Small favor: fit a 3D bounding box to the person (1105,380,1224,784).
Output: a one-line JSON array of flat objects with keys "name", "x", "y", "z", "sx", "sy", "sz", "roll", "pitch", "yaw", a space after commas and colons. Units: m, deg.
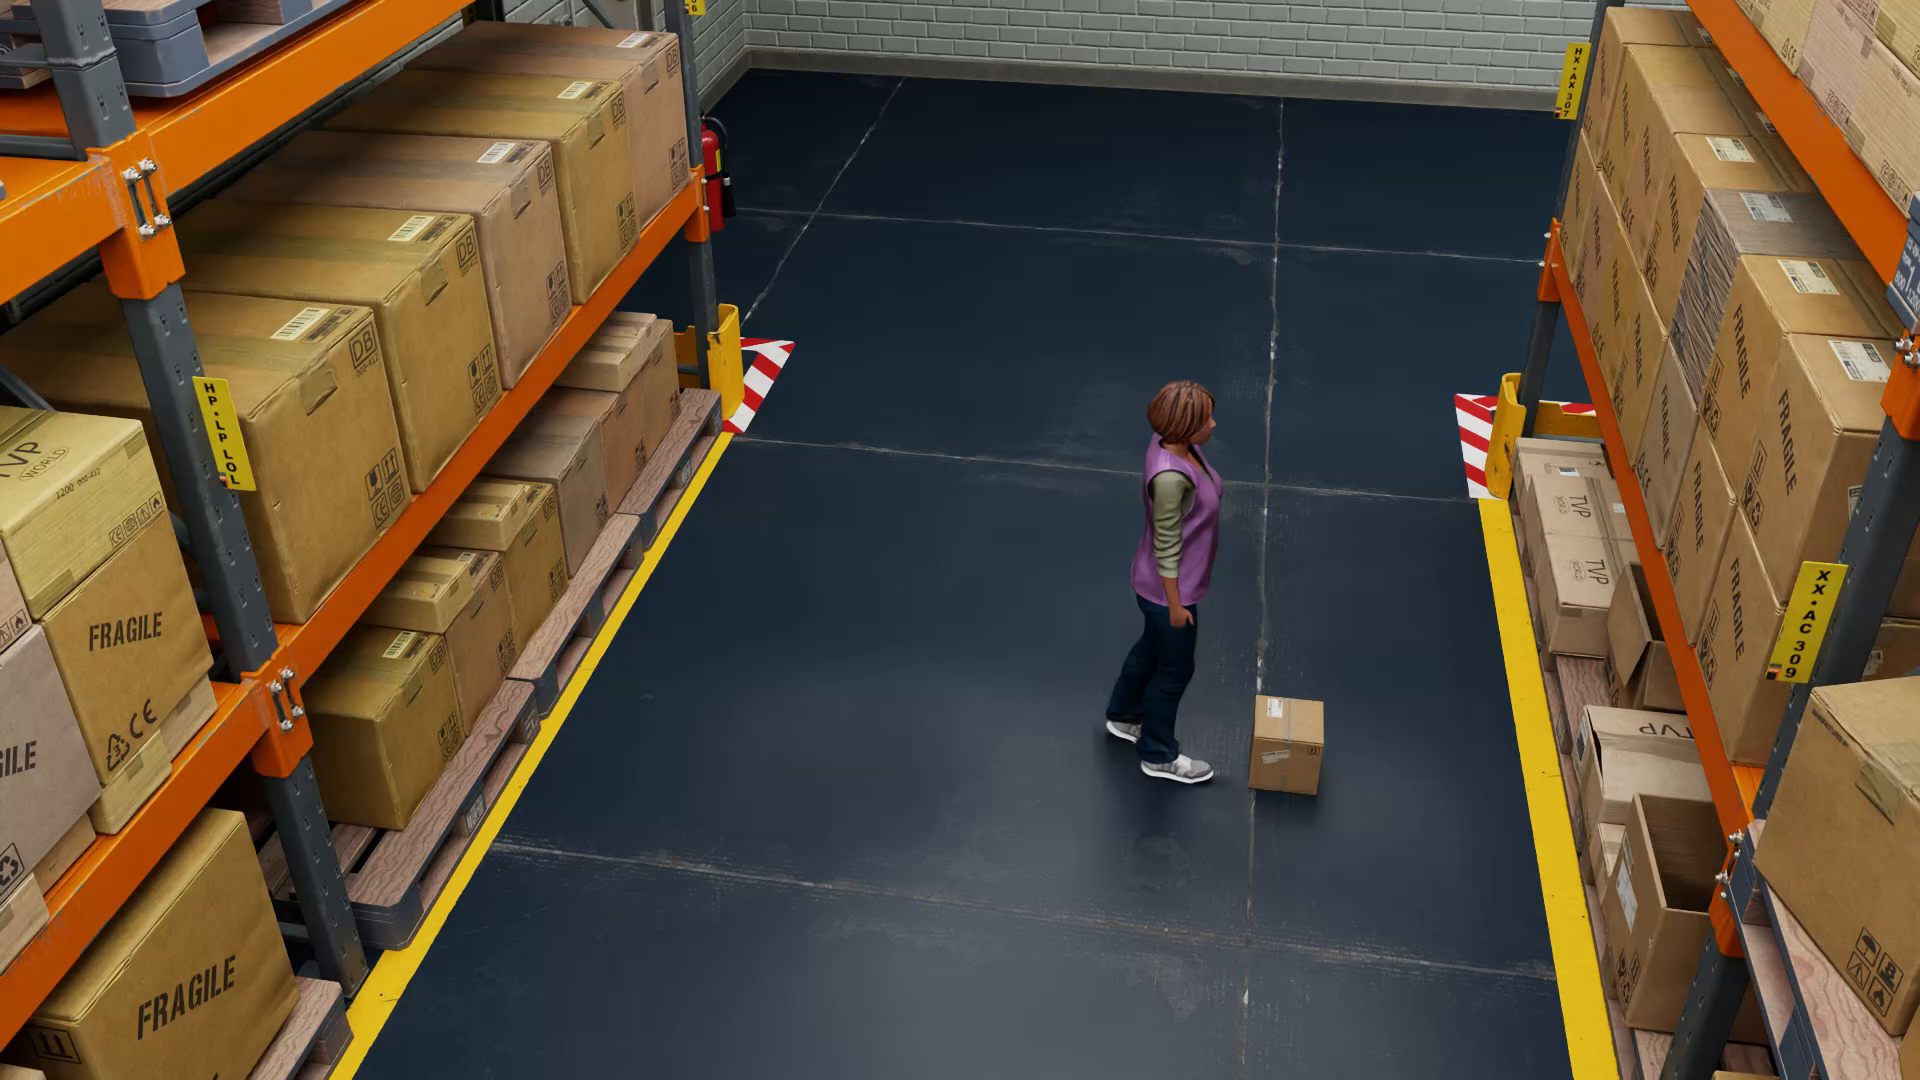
[{"name": "person", "x": 0.754, "y": 0.167, "z": 5.917, "sx": 0.429, "sy": 1.621, "sz": 0.415, "roll": 6, "pitch": 33, "yaw": 9}]
